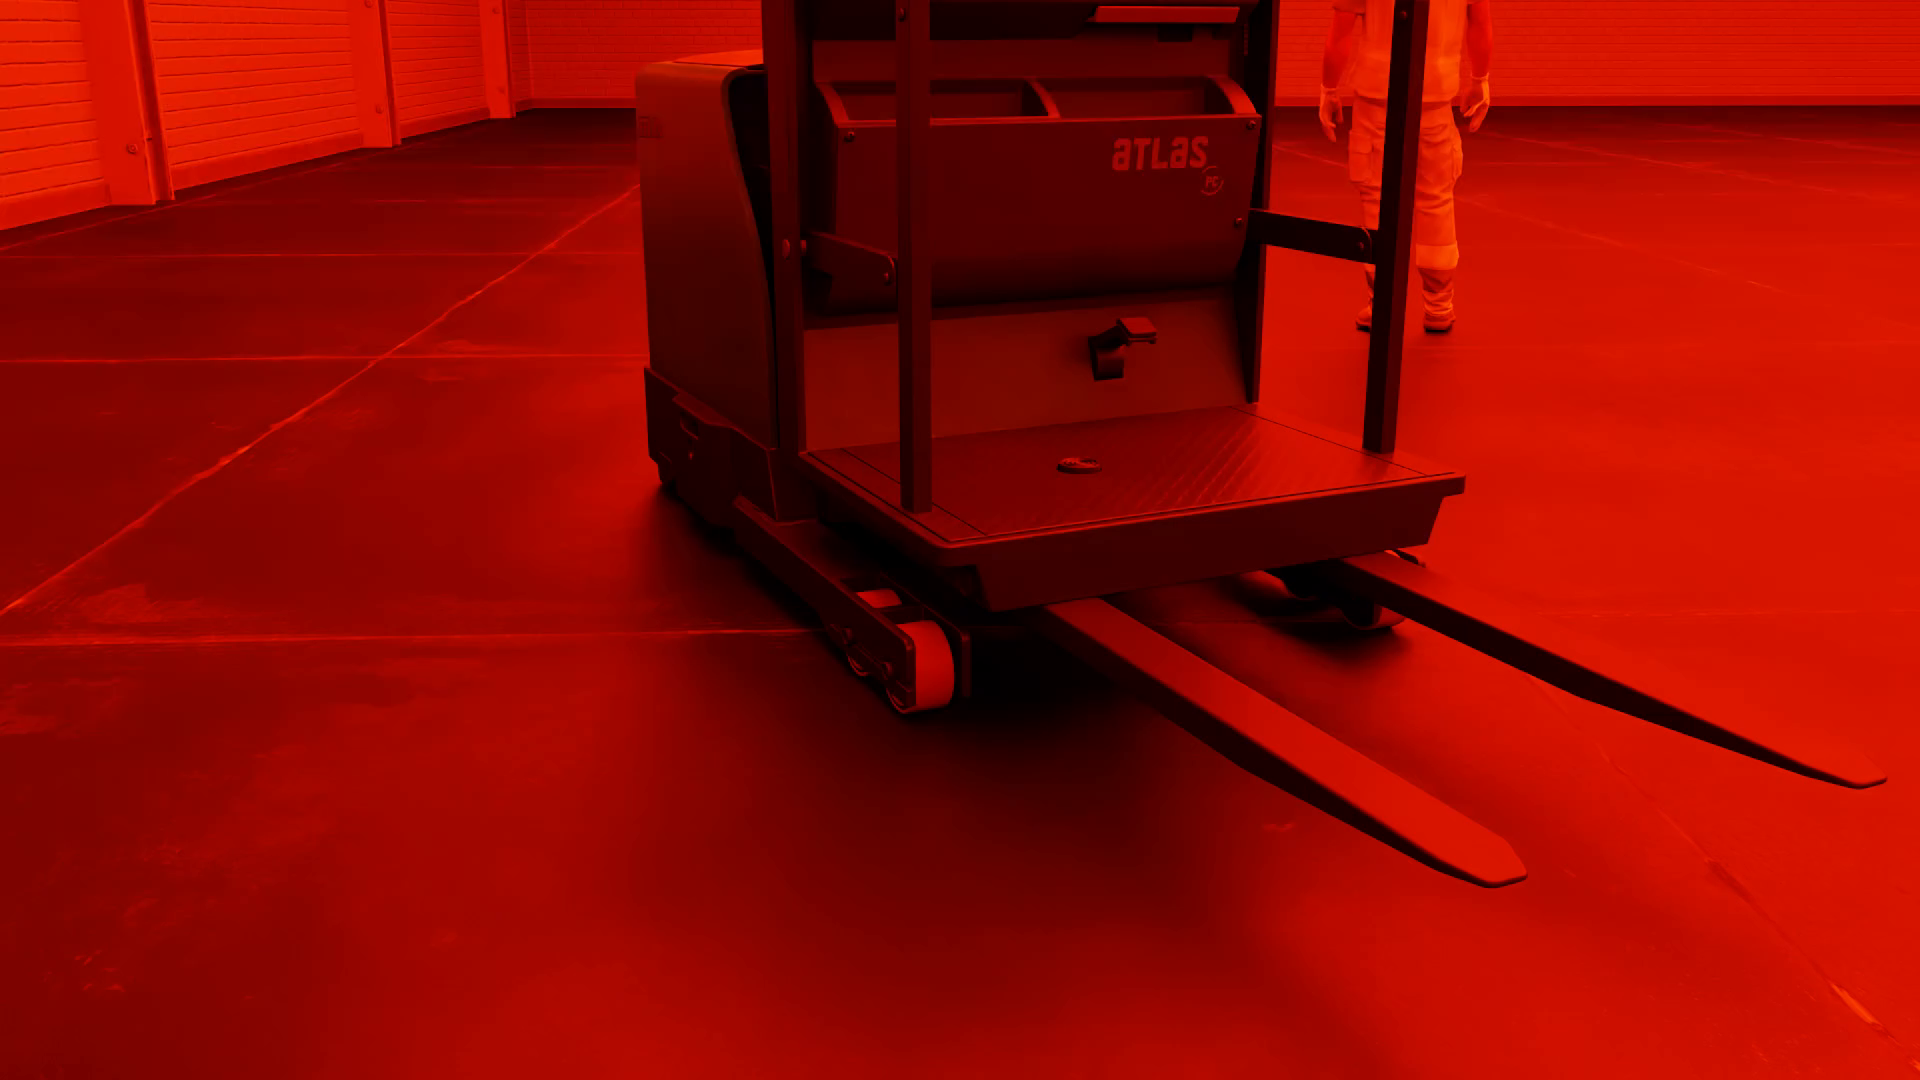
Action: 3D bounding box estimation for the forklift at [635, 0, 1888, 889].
[{"bbox_3d":[0.258,-1.240,2.962,1.130,2.935,3.031,-8,19,-24],"label":"forklift"}]

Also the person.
[{"bbox_3d":[1.694,-1.693,6.372,0.638,1.789,0.562,2,17,5],"label":"person"}]
